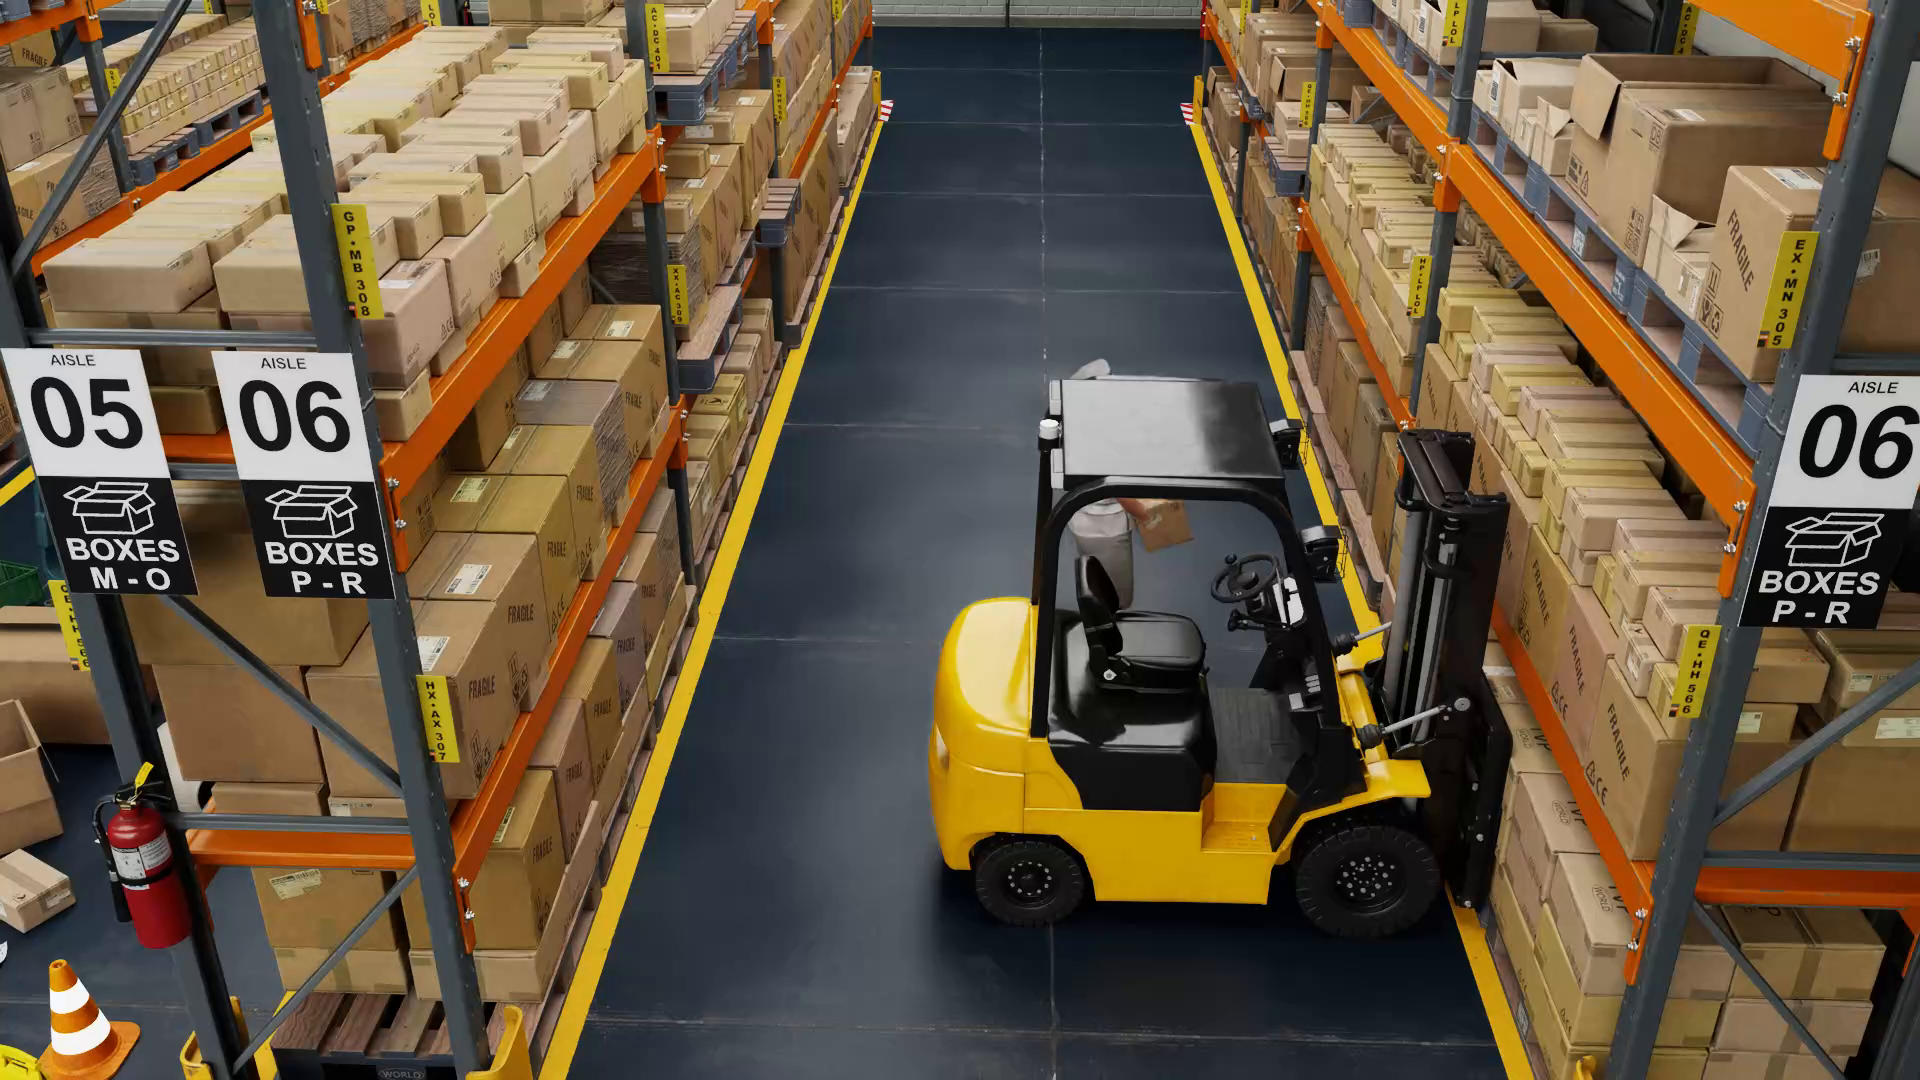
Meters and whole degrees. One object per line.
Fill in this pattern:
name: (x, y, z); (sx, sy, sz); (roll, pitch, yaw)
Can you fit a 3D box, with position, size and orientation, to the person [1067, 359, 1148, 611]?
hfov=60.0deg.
person: (0.816, -0.102, 8.769); (0.546, 1.784, 0.544); (-3, 28, -6)
